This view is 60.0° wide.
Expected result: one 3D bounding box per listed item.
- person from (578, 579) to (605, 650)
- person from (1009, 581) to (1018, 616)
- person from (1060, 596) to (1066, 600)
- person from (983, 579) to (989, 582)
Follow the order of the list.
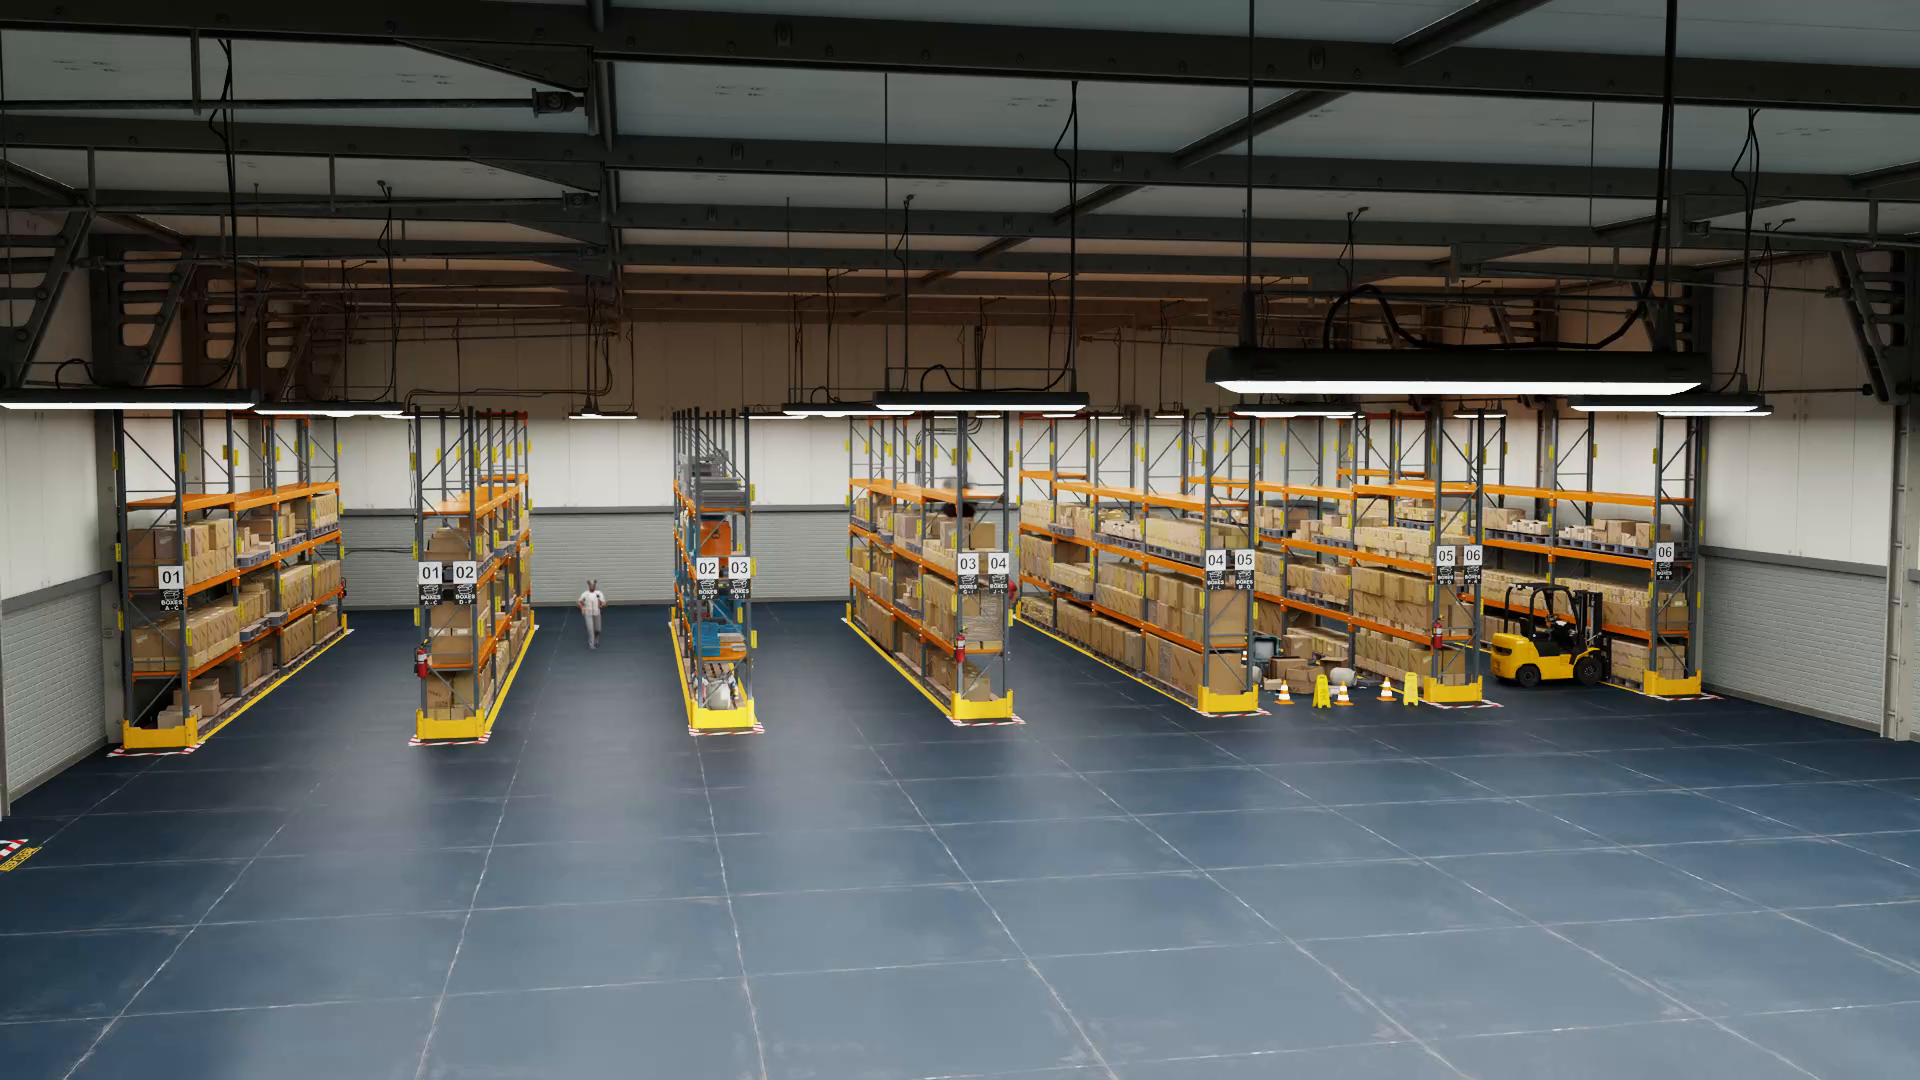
[{"bbox_3d":[-9.294,1.861,42.021,0.674,1.745,0.813,-1,4,-19],"label":"person"},{"bbox_3d":[1.233,1.718,44.619,0.658,1.705,0.591,0,4,-4],"label":"person"},{"bbox_3d":[3.203,1.312,49.526,1.042,1.758,0.765,4,6,43],"label":"person"},{"bbox_3d":[0.495,1.477,48.040,0.717,1.701,0.633,2,4,22],"label":"person"}]
